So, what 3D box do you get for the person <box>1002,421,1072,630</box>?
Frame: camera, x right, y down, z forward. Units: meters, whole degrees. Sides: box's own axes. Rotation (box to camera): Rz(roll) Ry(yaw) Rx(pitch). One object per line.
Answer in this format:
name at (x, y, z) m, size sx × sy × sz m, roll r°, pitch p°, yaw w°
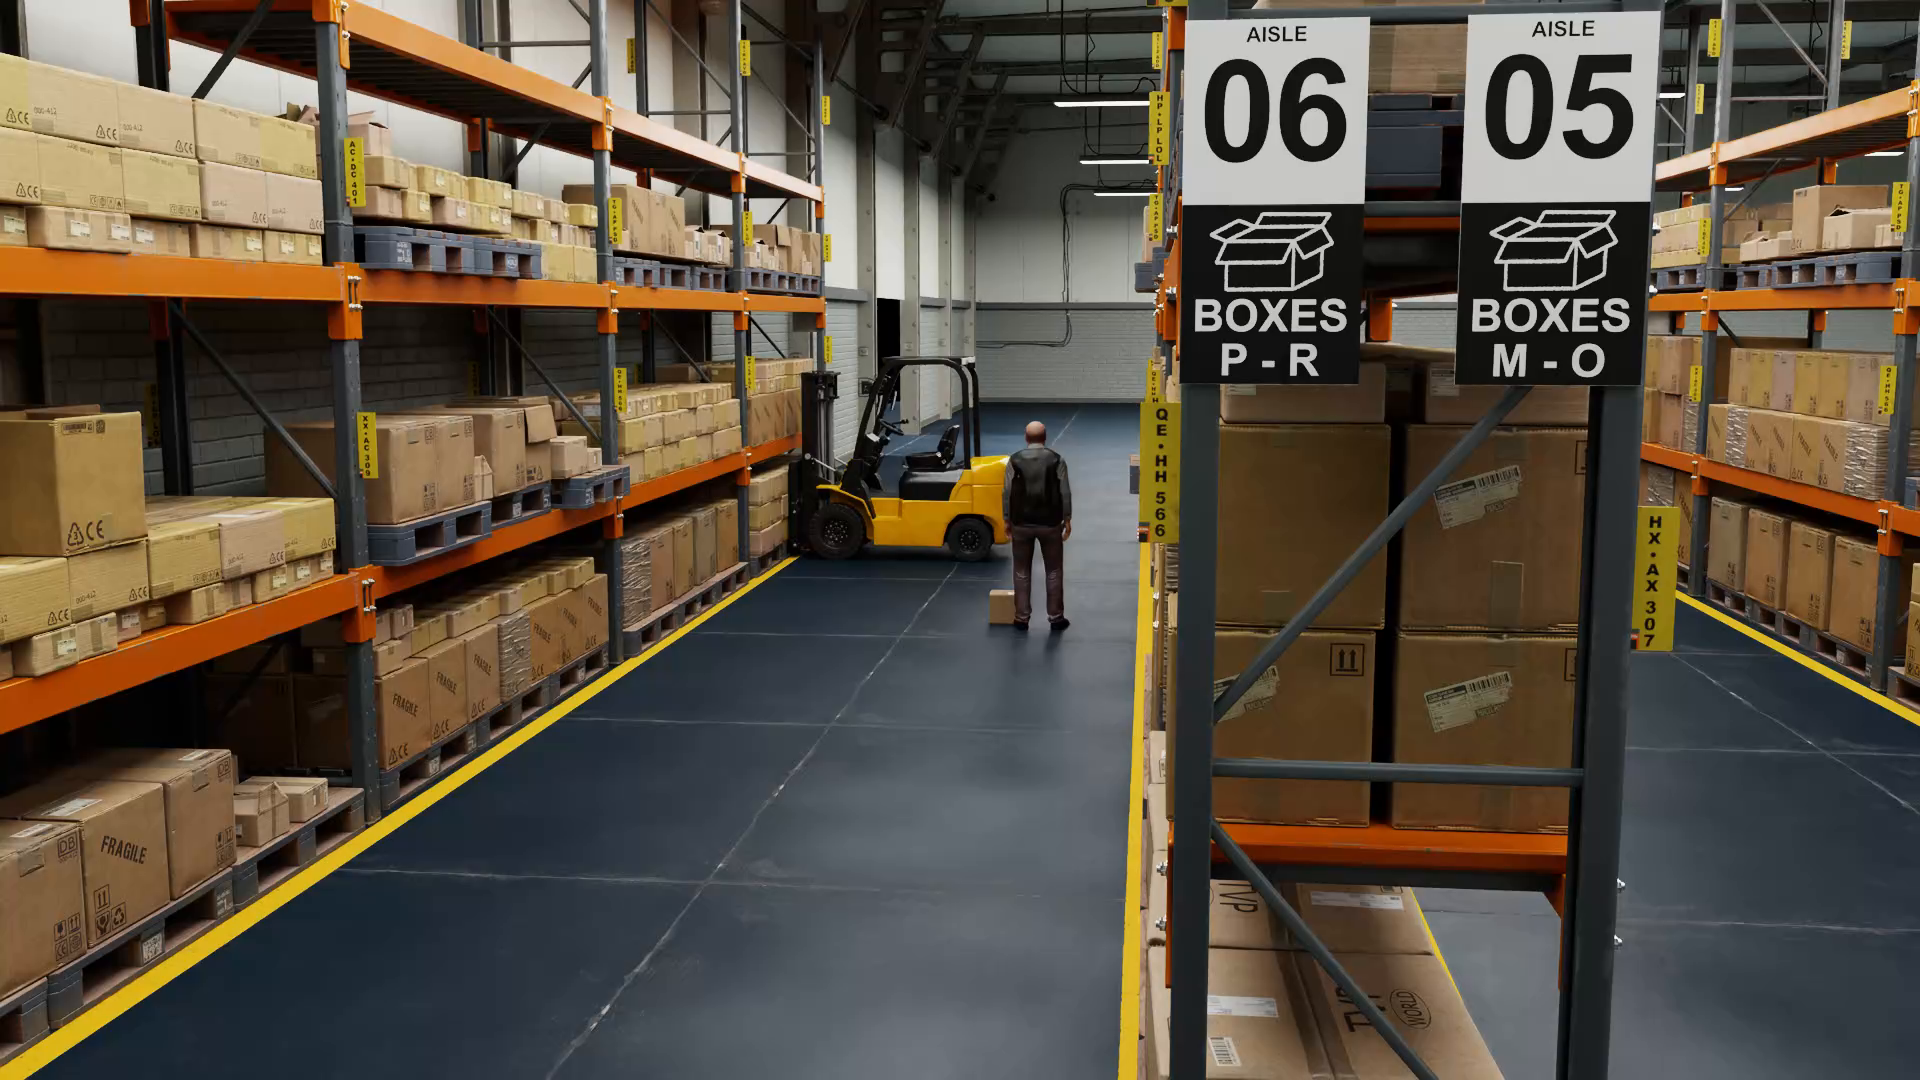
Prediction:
person at (0.637, -0.119, 13.784) m, size 0.579 × 1.720 × 0.420 m, roll 1°, pitch 8°, yaw 6°
